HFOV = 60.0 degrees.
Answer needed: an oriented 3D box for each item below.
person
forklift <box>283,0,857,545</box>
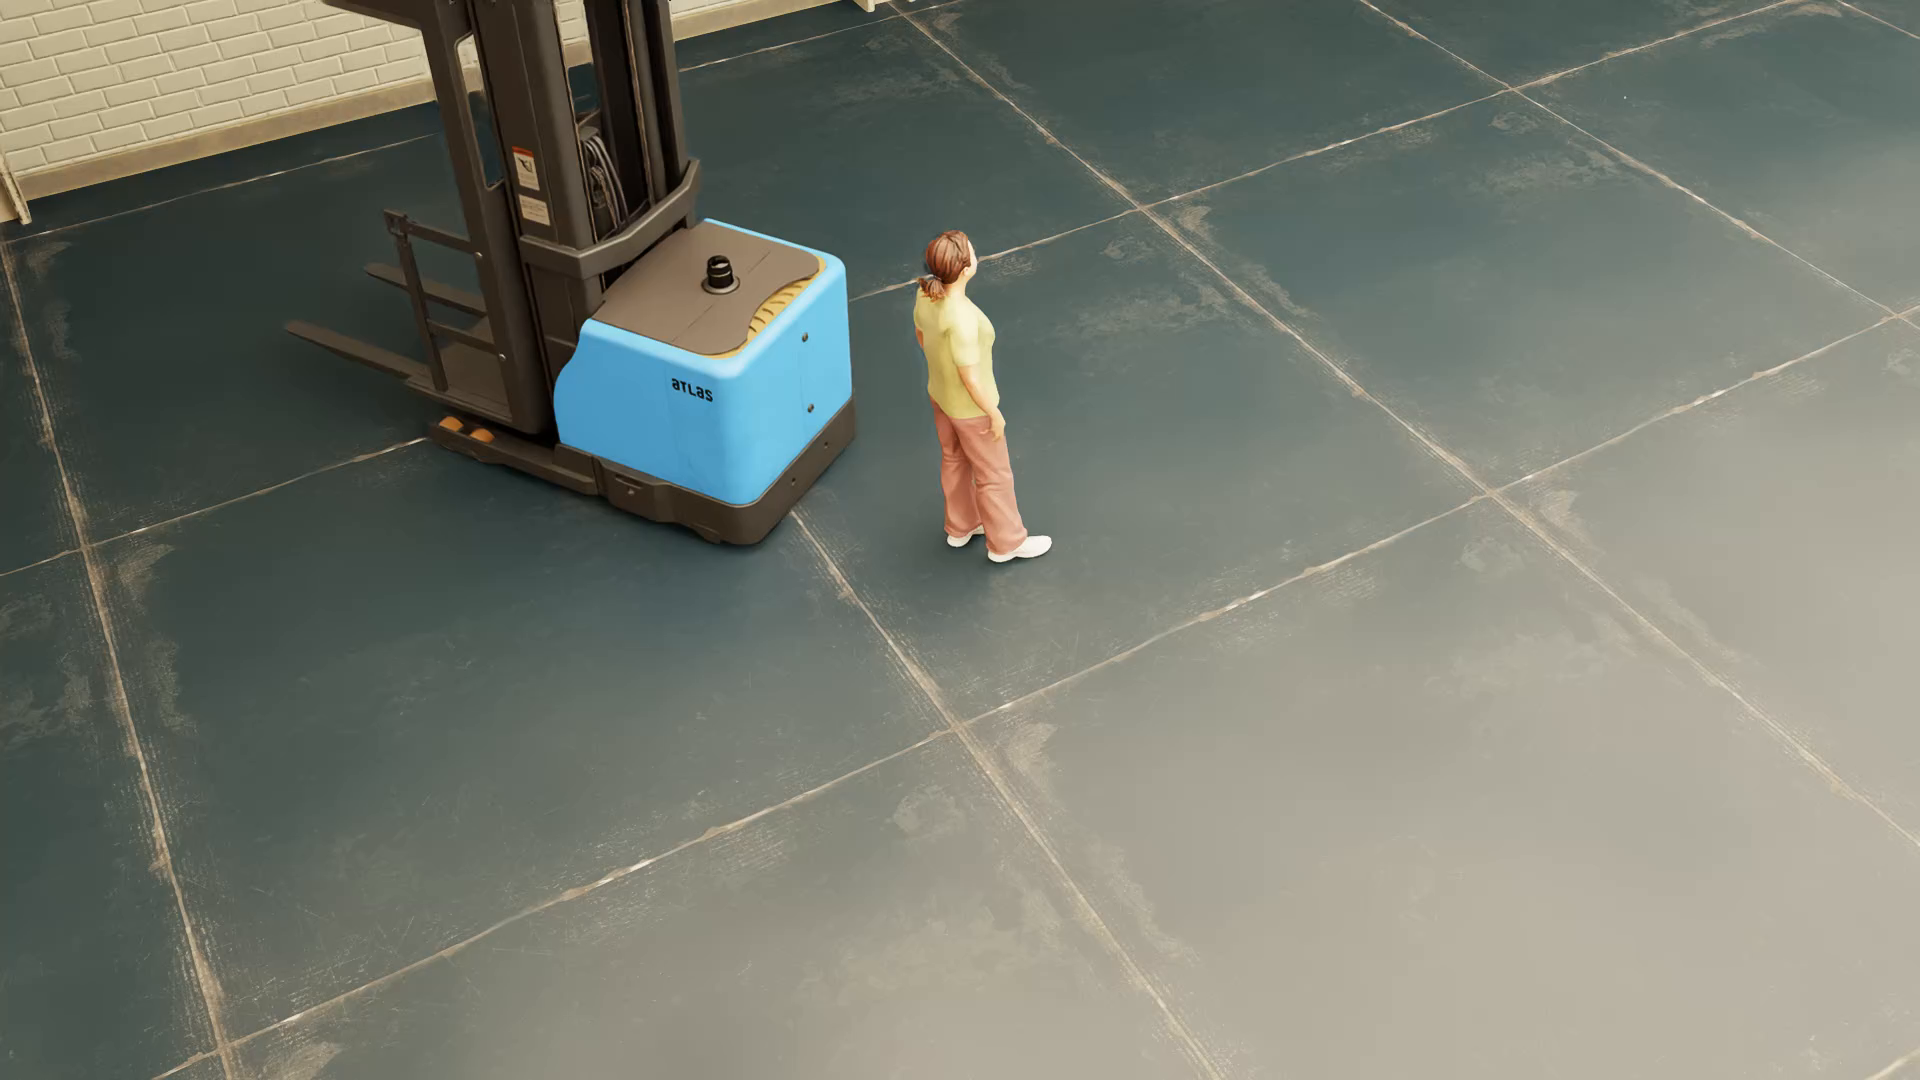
[{"bbox_3d":[0.076,-0.639,7.302,0.534,1.674,0.553,-22,47,-22],"label":"person"},{"bbox_3d":[-2.064,-1.761,7.597,3.031,2.935,1.130,19,46,20],"label":"forklift"}]
